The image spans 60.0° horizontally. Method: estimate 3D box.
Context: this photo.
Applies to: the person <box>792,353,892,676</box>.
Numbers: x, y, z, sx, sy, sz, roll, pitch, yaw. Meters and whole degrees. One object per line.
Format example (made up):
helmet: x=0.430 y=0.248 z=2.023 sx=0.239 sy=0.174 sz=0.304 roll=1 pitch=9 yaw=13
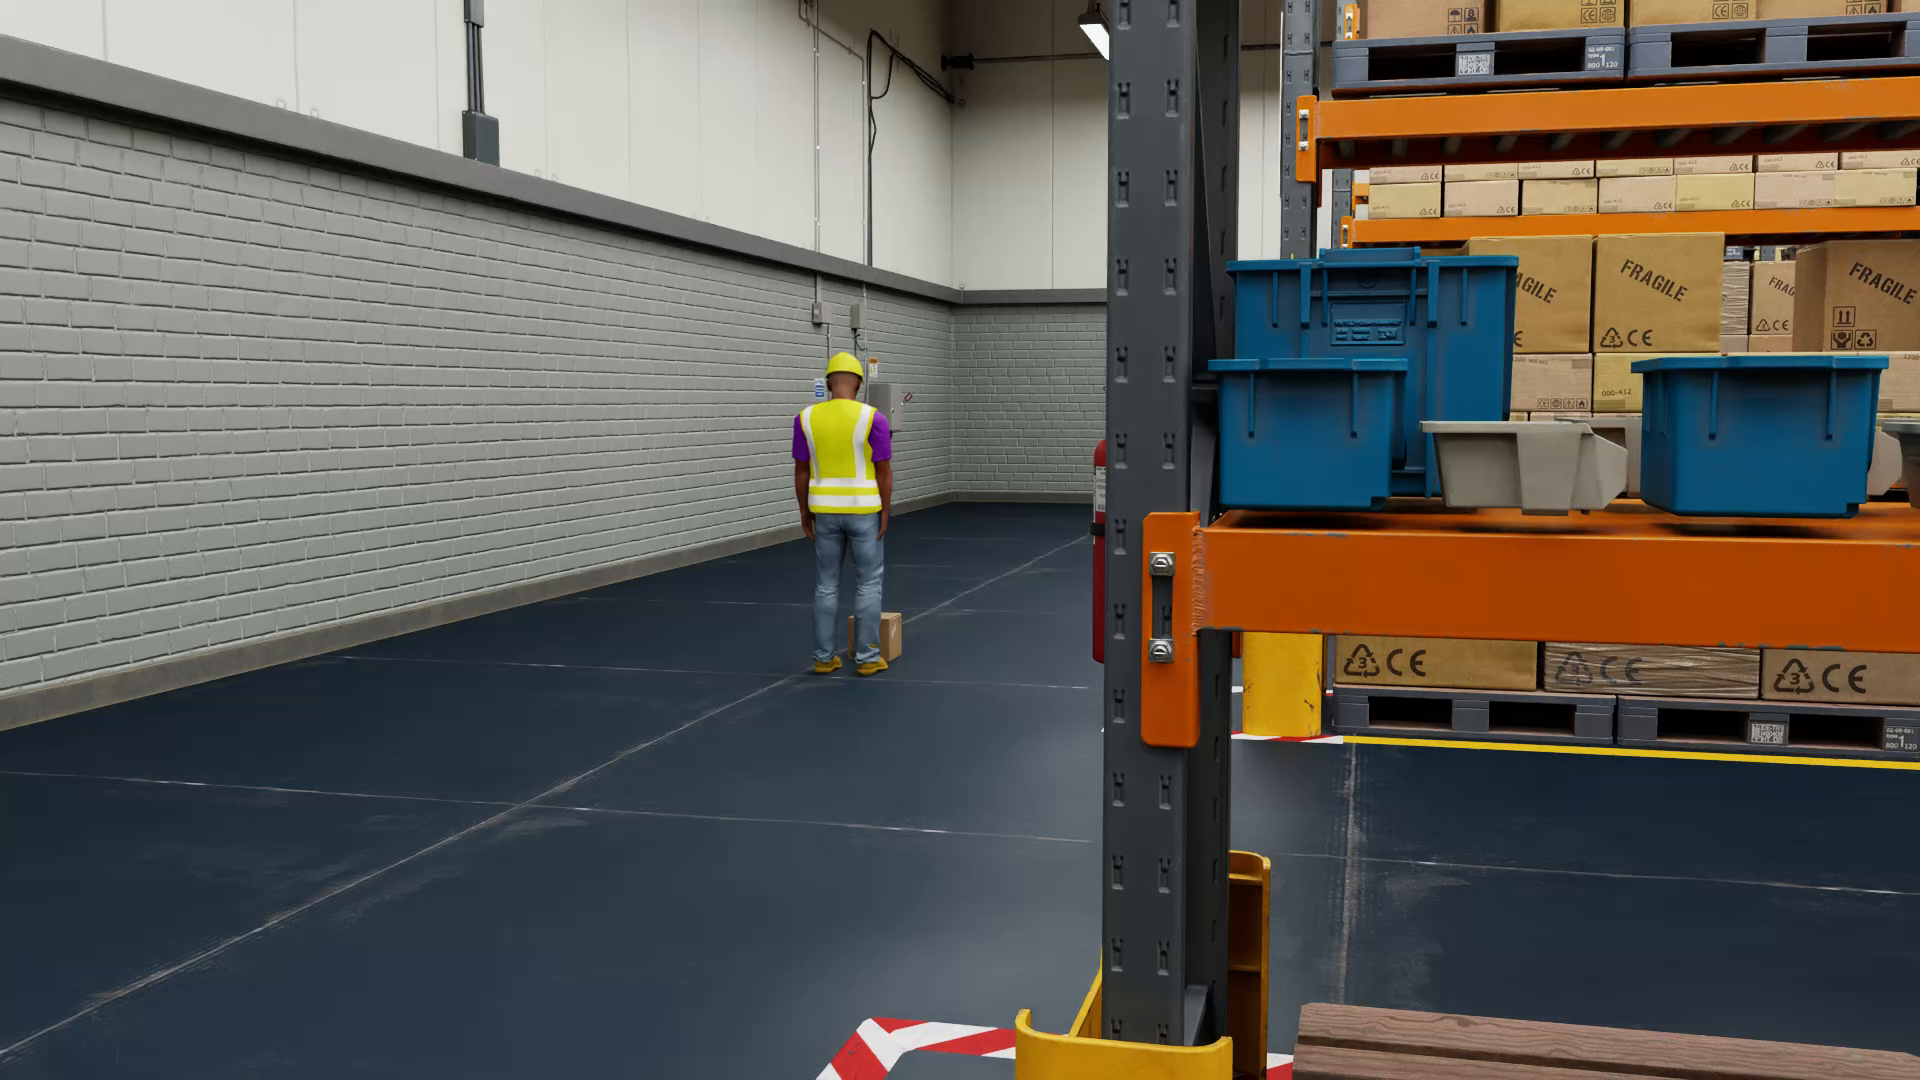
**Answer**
person: x=-0.638 y=-0.147 z=9.180 sx=0.569 sy=1.758 sz=0.368 roll=1 pitch=5 yaw=15
